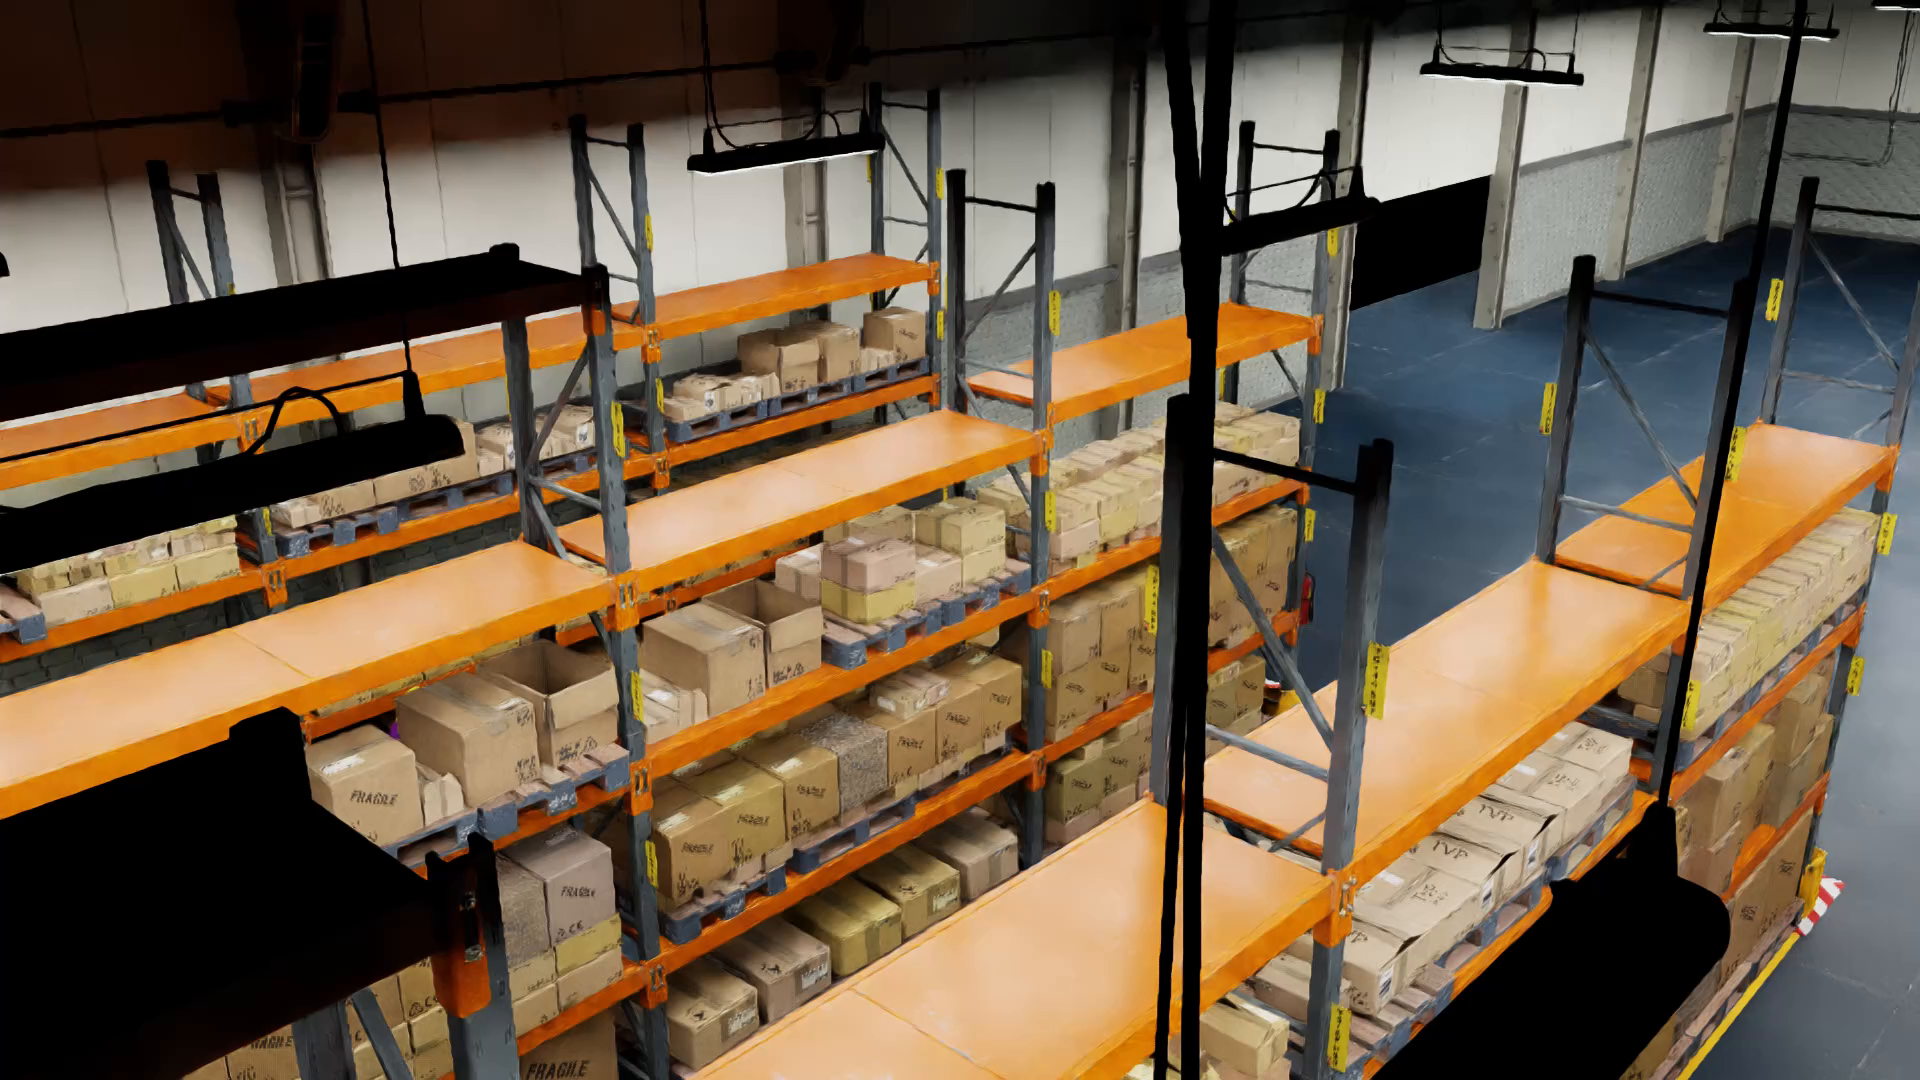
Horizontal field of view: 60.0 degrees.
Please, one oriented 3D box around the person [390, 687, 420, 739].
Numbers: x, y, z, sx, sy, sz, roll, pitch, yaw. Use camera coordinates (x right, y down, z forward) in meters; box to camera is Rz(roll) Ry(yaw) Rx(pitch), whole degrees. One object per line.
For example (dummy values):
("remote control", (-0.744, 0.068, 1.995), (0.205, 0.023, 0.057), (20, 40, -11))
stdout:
("person", (-4.564, 2.077, 14.191), (0.685, 1.763, 0.591), (-9, 23, -22))
